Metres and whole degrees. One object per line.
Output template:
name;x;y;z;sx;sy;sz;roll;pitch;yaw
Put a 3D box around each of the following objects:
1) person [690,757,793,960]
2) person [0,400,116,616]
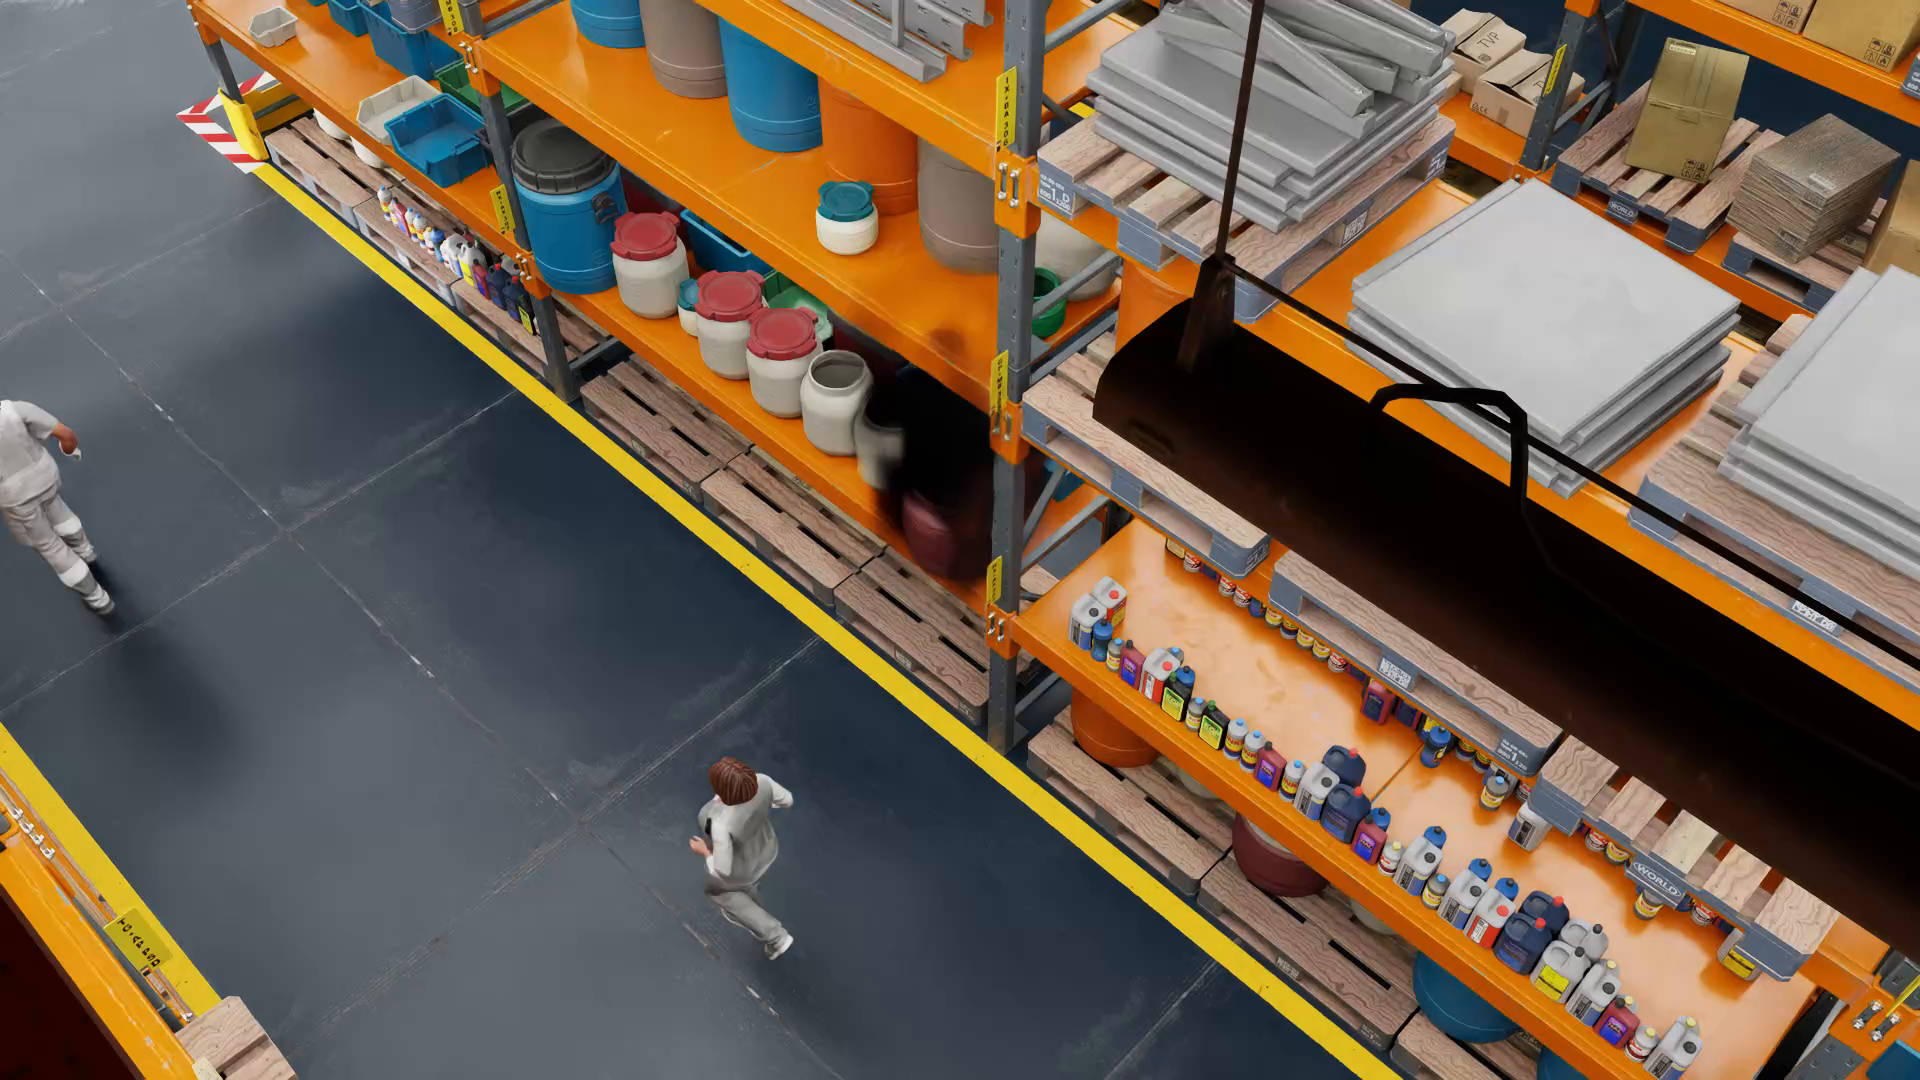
person;-0.995;1.467;7.768;0.512;1.557;0.535;27;55;21
person;-5.302;-0.290;9.468;0.776;1.846;0.644;31;56;23
